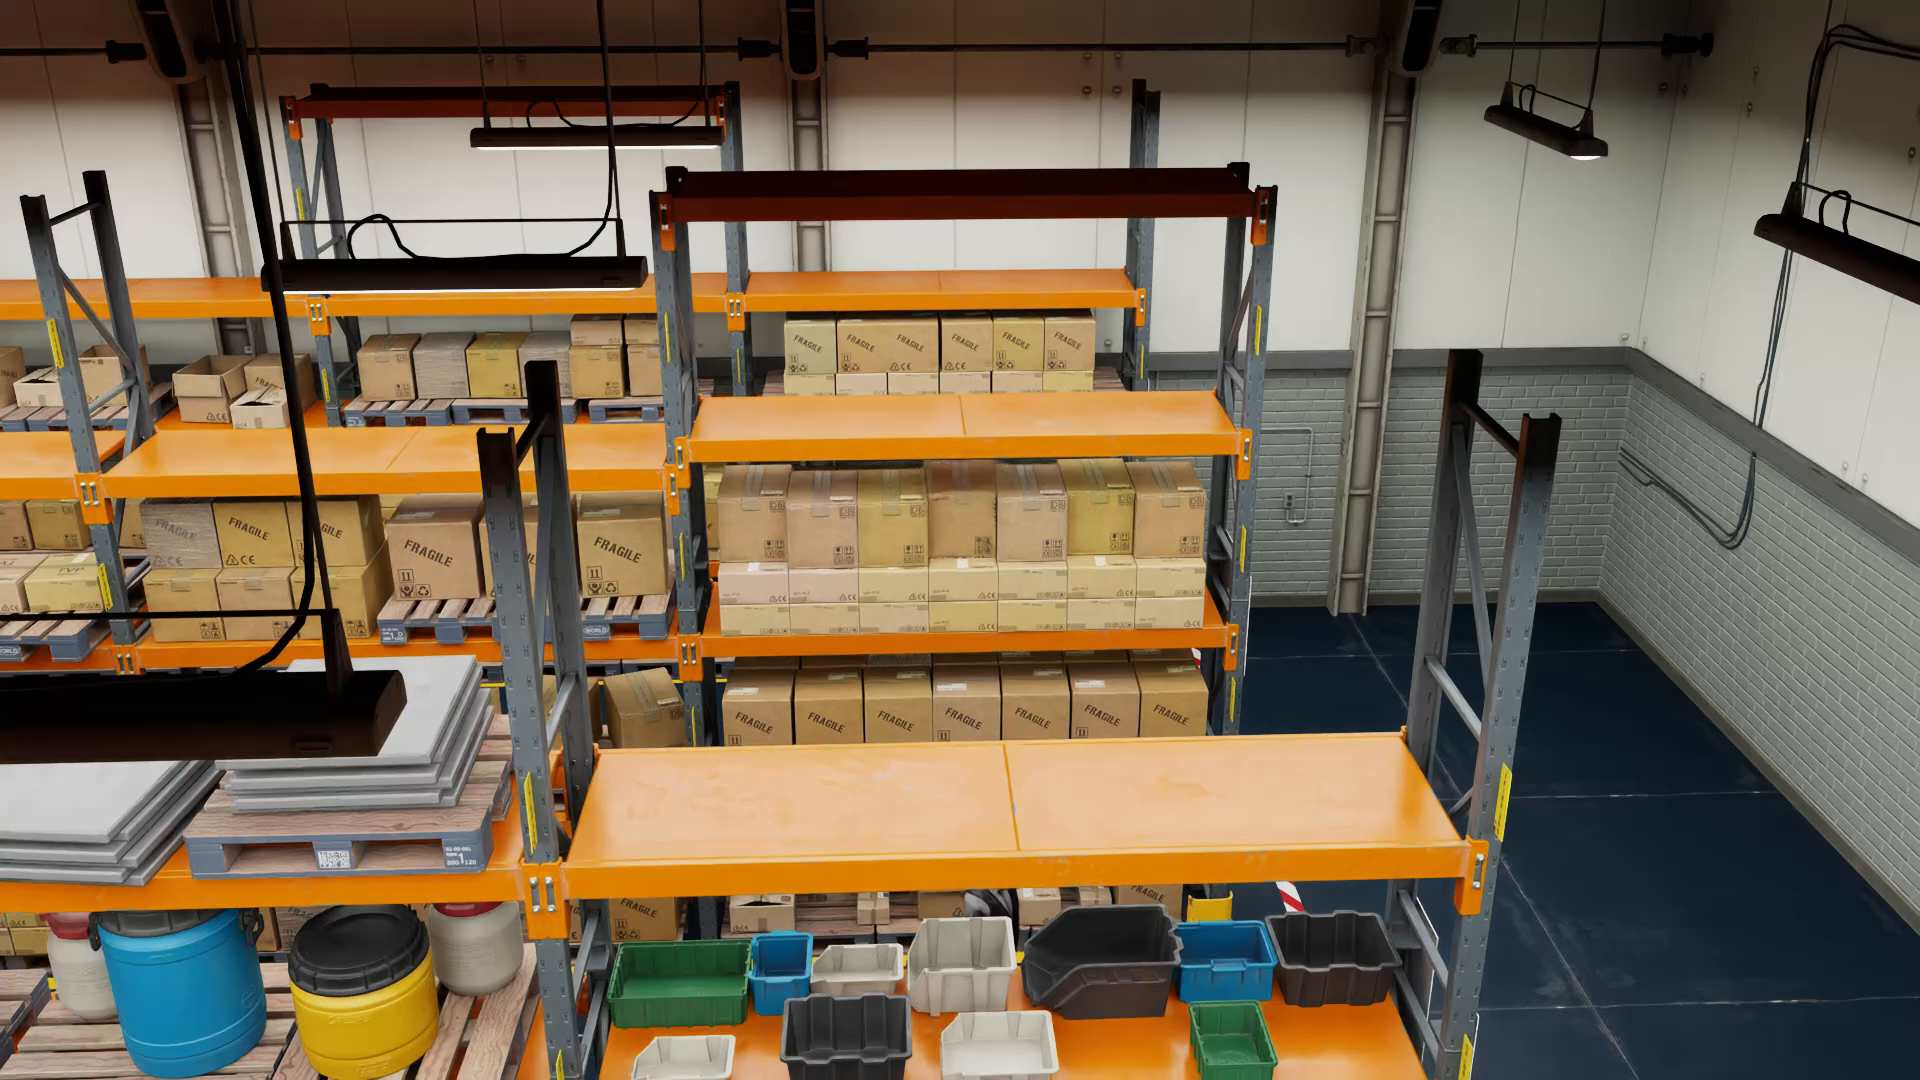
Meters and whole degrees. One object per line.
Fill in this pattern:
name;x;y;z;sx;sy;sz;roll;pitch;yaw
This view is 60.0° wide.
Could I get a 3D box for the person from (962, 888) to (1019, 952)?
person;0.193;2.910;11.702;0.481;1.721;0.555;12;25;28
